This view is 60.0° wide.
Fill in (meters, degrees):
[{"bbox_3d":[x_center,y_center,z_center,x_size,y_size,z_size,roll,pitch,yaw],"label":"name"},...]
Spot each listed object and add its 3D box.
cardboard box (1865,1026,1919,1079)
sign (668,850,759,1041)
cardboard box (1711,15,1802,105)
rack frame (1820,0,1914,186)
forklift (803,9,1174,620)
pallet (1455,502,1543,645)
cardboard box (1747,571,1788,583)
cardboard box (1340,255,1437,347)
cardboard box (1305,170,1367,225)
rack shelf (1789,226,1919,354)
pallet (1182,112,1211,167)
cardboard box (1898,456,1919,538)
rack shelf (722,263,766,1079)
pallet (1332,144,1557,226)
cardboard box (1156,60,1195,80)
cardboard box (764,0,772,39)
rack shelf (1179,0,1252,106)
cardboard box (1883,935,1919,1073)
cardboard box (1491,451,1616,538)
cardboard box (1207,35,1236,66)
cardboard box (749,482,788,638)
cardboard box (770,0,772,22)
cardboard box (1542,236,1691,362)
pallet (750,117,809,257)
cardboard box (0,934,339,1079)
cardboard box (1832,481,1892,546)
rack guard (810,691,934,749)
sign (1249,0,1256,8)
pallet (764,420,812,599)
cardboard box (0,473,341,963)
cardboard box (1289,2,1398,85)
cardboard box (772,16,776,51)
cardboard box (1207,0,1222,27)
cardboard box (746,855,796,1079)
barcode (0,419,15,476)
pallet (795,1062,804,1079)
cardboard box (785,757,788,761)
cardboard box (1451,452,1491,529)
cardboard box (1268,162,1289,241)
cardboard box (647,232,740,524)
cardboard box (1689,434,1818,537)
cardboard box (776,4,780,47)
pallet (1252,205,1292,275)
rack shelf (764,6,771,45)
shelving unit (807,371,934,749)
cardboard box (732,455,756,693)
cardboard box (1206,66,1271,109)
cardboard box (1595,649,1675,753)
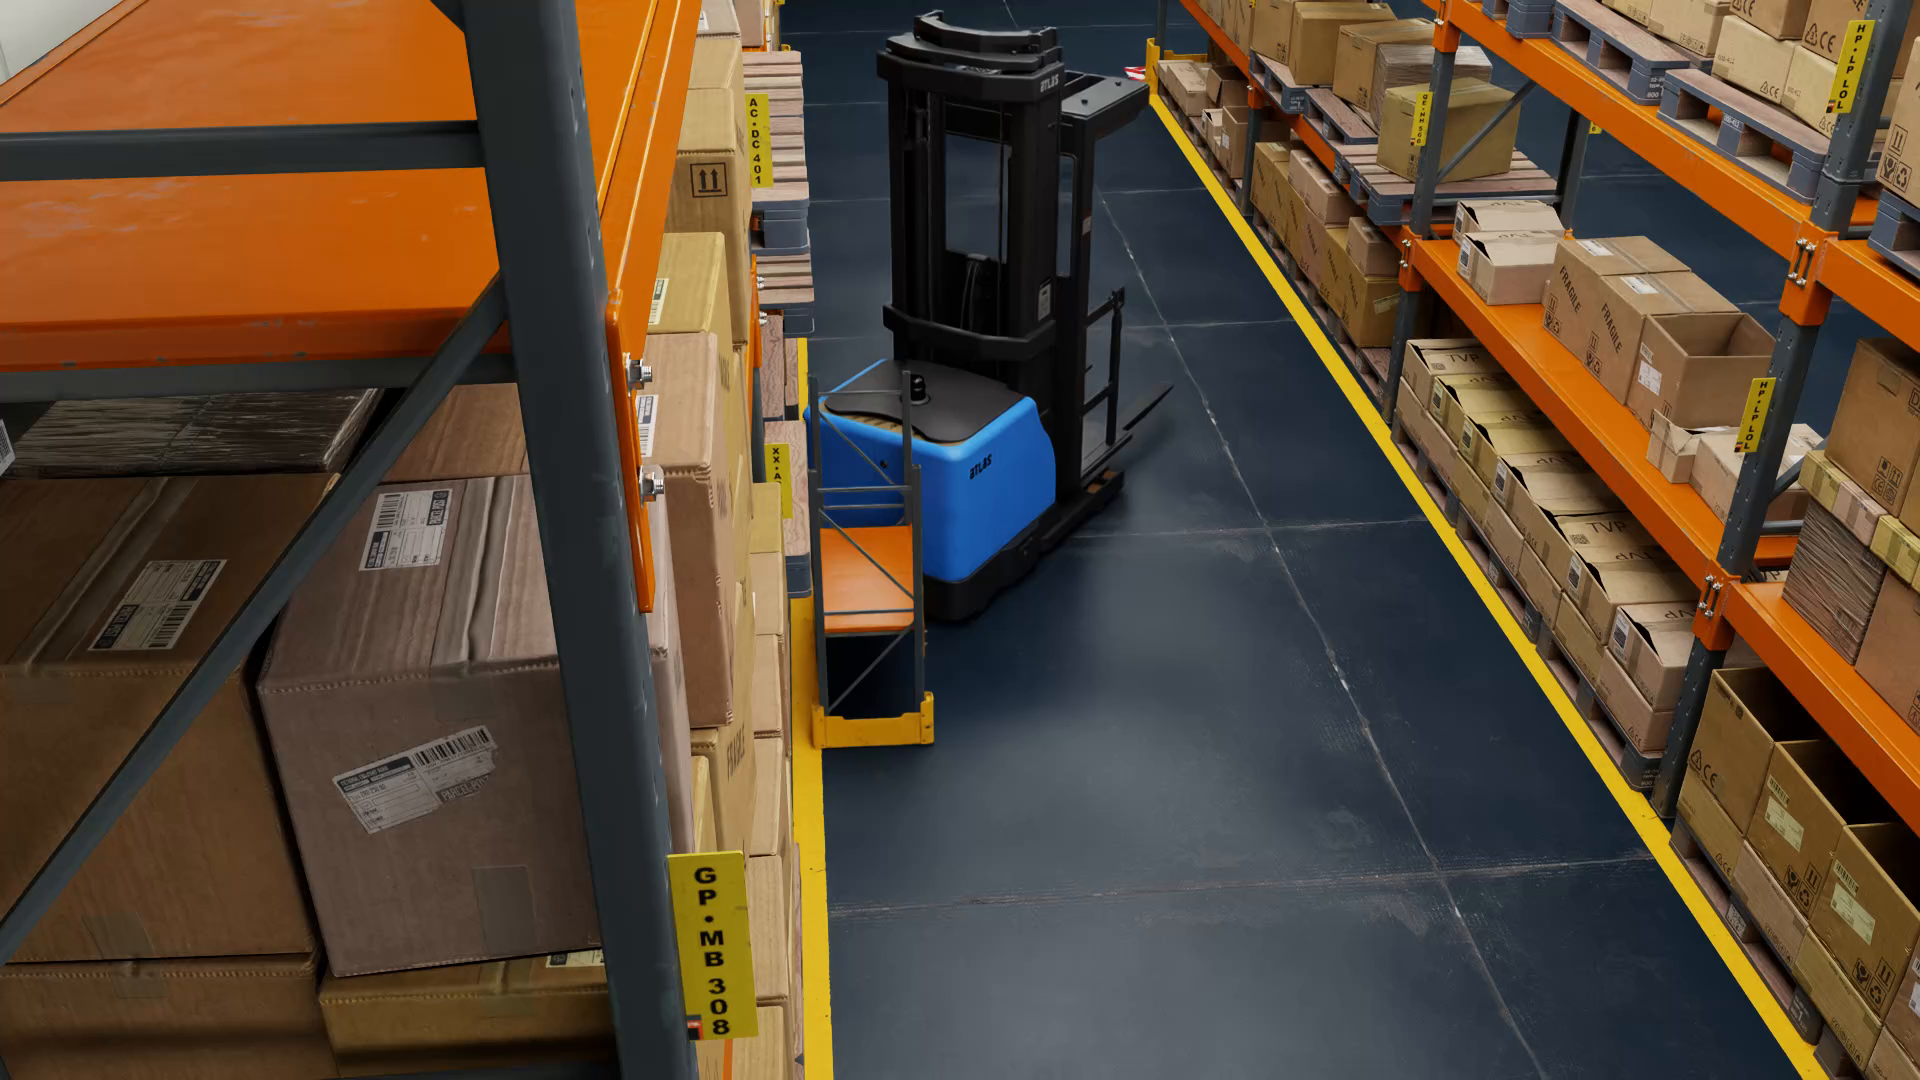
[{"bbox_3d":[3.574,1.957,5.822,0.500,0.250,0.500,-3,31,-5],"label":"cardboard box"},{"bbox_3d":[-0.321,0.531,2.158,0.100,0.325,0.005,-3,31,-5],"label":"sign"},{"bbox_3d":[3.594,-2.060,7.086,0.500,0.250,0.500,-6,31,-9],"label":"cardboard box"},{"bbox_3d":[3.696,-2.637,5.389,1.000,3.000,0.127,-3,31,-5],"label":"rack frame"},{"bbox_3d":[0.348,-1.547,9.482,1.130,2.935,3.031,18,35,27],"label":"forklift"},{"bbox_3d":[3.471,0.138,9.314,1.003,0.211,1.213,-3,31,-5],"label":"pallet"},{"bbox_3d":[3.864,0.220,8.183,0.500,0.311,0.500,-3,31,-5],"label":"cardboard box"},{"bbox_3d":[3.001,-1.685,11.655,0.500,0.500,0.500,-2,31,-3],"label":"cardboard box"},{"bbox_3d":[2.892,-2.558,12.385,0.500,0.250,0.500,-3,31,-6],"label":"cardboard box"},{"bbox_3d":[3.883,-0.019,4.633,1.077,0.370,4.000,-3,31,-5],"label":"rack shelf"},{"bbox_3d":[2.768,-3.923,16.113,1.003,0.211,1.213,-3,31,-5],"label":"pallet"},{"bbox_3d":[3.792,-0.177,5.759,0.700,0.500,0.500,-3,31,-5],"label":"cardboard box"},{"bbox_3d":[-1.049,0.220,4.233,1.077,0.370,4.000,-3,31,-5],"label":"rack shelf"},{"bbox_3d":[3.189,-2.364,10.969,1.213,0.211,1.003,-3,31,-5],"label":"pallet"},{"bbox_3d":[2.272,-4.922,17.417,0.380,0.149,0.250,-3,31,-5],"label":"cardboard box"},{"bbox_3d":[-1.599,-3.659,11.813,0.500,0.250,0.500,-2,31,-4],"label":"cardboard box"},{"bbox_3d":[2.762,-4.858,15.659,1.077,0.370,4.000,-3,31,-5],"label":"rack shelf"},{"bbox_3d":[3.570,1.635,5.629,0.500,0.500,0.500,-3,31,-5],"label":"cardboard box"},{"bbox_3d":[3.231,-0.272,9.005,0.500,0.311,0.500,-3,31,-5],"label":"cardboard box"},{"bbox_3d":[2.871,-5.038,17.268,0.500,0.500,0.500,-3,31,-5],"label":"cardboard box"},{"bbox_3d":[-0.883,0.139,5.989,0.500,0.500,0.500,-3,31,-5],"label":"cardboard box"},{"bbox_3d":[-1.646,-3.920,12.249,0.500,0.250,0.500,-2,31,-4],"label":"cardboard box"},{"bbox_3d":[3.496,-1.290,8.888,0.500,0.500,0.500,-4,31,-7],"label":"cardboard box"},{"bbox_3d":[-1.187,-1.349,6.342,1.213,0.211,1.003,-3,31,-5],"label":"pallet"},{"bbox_3d":[-1.153,0.680,2.644,0.500,0.500,0.500,-1,31,-1],"label":"cardboard box"},{"bbox_3d":[3.552,-0.108,6.276,0.380,0.149,0.250,-2,31,-4],"label":"cardboard box"},{"bbox_3d":[-0.421,0.868,8.015,0.587,0.250,0.087,-2,30,-4],"label":"rack guard"},{"bbox_3d":[2.409,-4.487,13.493,0.100,0.325,0.005,-3,31,-5],"label":"sign"},{"bbox_3d":[-1.162,-0.137,7.241,1.003,0.211,1.213,-3,31,-5],"label":"pallet"},{"bbox_3d":[-1.162,0.244,2.399,0.500,0.500,0.500,-1,31,-2],"label":"cardboard box"},{"bbox_3d":[2.898,-3.768,12.627,0.700,0.500,0.500,2,31,3],"label":"cardboard box"},{"bbox_3d":[-1.631,-3.602,12.448,0.500,0.500,0.500,-3,31,-4],"label":"cardboard box"},{"bbox_3d":[2.547,-4.957,15.026,0.500,0.500,0.500,-2,31,-3],"label":"cardboard box"},{"bbox_3d":[-0.685,1.179,4.246,0.500,0.500,0.500,-4,31,-6],"label":"cardboard box"},{"bbox_3d":[-1.426,-0.136,2.470,0.001,0.075,0.075,-3,31,-5],"label":"barcode"},{"bbox_3d":[-1.020,2.341,5.626,1.003,0.211,1.213,-3,31,-5],"label":"pallet"},{"bbox_3d":[-0.851,0.716,5.753,0.500,0.250,0.500,-3,31,-4],"label":"cardboard box"},{"bbox_3d":[3.182,-0.300,9.599,0.500,0.250,0.500,-4,31,-6],"label":"cardboard box"},{"bbox_3d":[2.812,-2.731,13.406,0.500,0.500,0.500,-2,31,-4],"label":"cardboard box"},{"bbox_3d":[-0.711,-0.276,3.270,0.500,0.500,0.500,-2,31,-3],"label":"cardboard box"},{"bbox_3d":[3.607,-0.246,7.383,0.500,0.250,0.500,-1,31,-1],"label":"cardboard box"},{"bbox_3d":[-2.080,-4.686,14.377,0.980,0.700,0.700,-4,31,-6],"label":"cardboard box"},{"bbox_3d":[3.062,-2.535,13.788,1.003,0.211,1.213,-3,31,-5],"label":"pallet"},{"bbox_3d":[-1.796,-3.864,11.071,1.077,0.370,4.000,-3,31,-5],"label":"rack shelf"},{"bbox_3d":[-0.458,0.079,8.135,0.587,1.500,1.083,-2,30,-4],"label":"shelving unit"},{"bbox_3d":[-0.711,0.158,3.519,0.500,0.500,0.500,-1,31,-2],"label":"cardboard box"},{"bbox_3d":[2.768,-4.221,15.898,0.797,0.503,0.637,-3,31,-5],"label":"cardboard box"},{"bbox_3d":[3.369,0.741,7.856,0.500,0.250,0.500,-3,31,-5],"label":"cardboard box"}]
